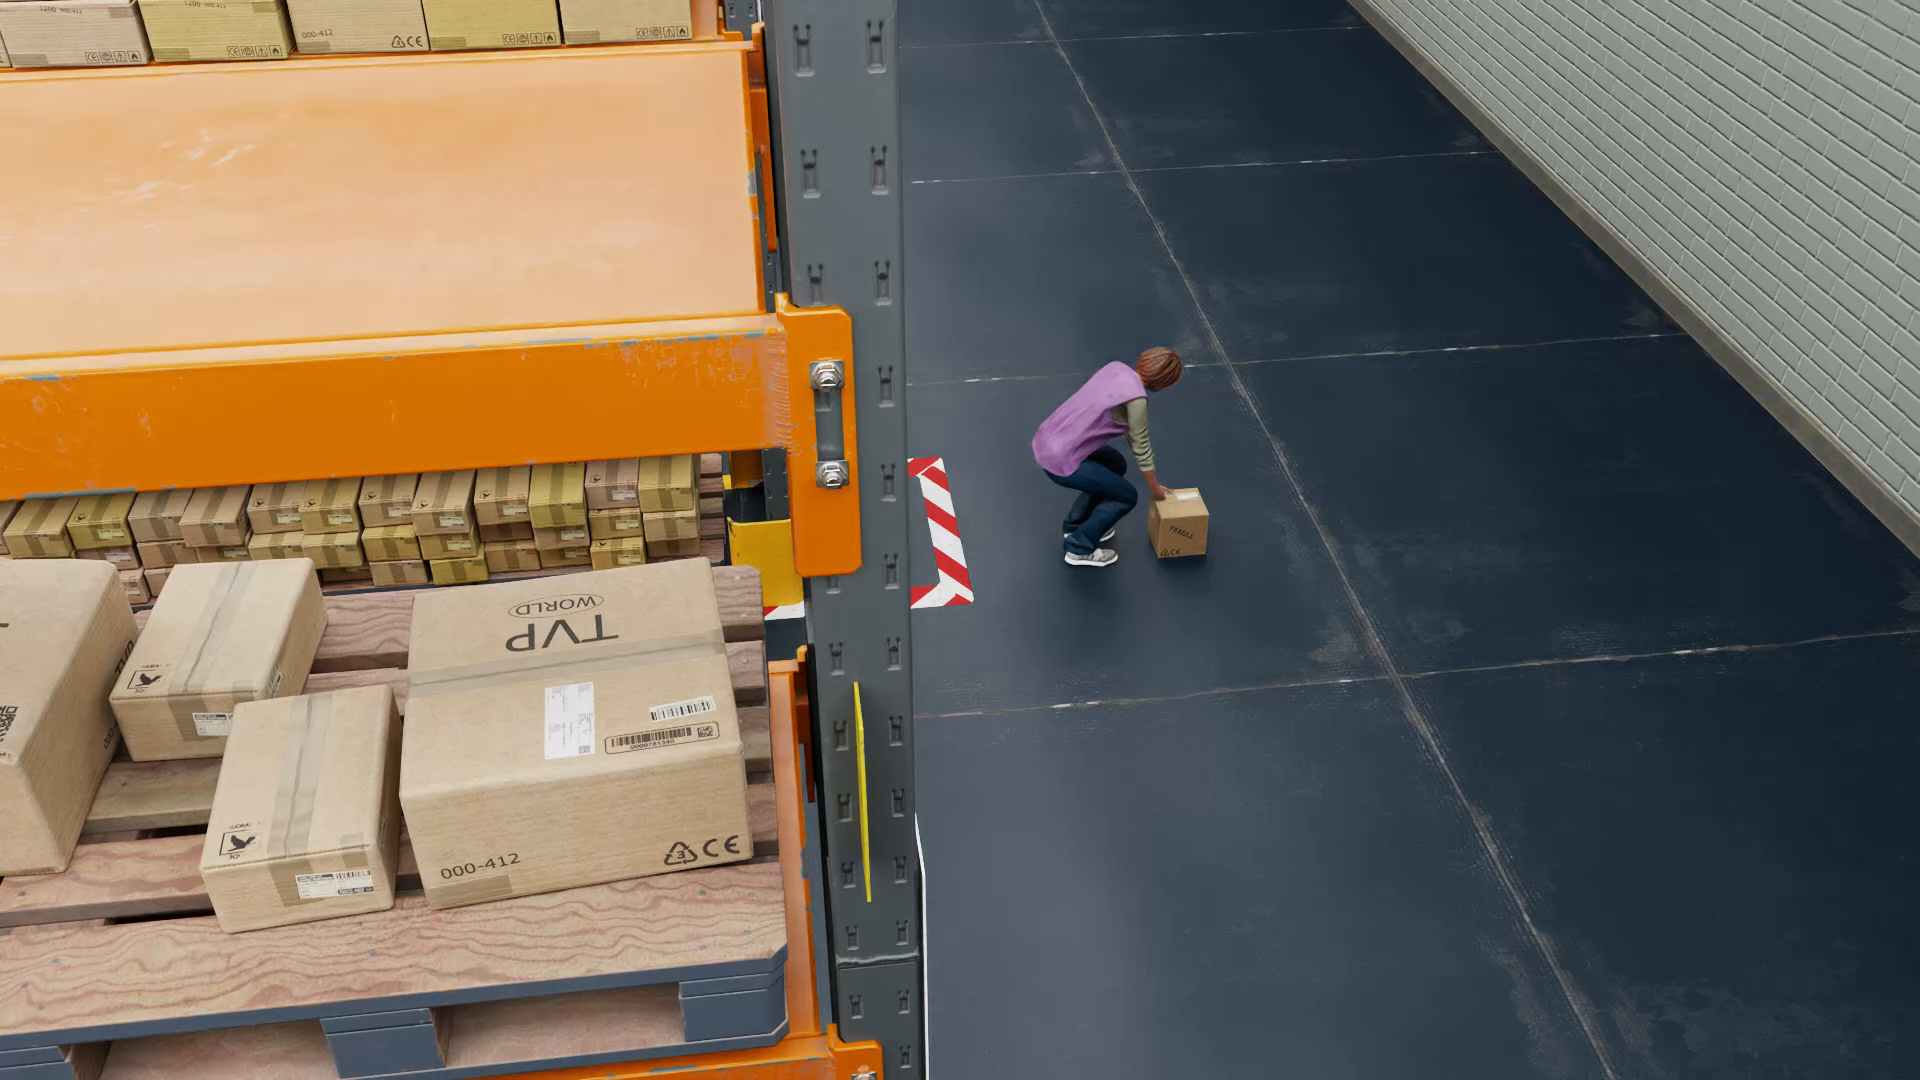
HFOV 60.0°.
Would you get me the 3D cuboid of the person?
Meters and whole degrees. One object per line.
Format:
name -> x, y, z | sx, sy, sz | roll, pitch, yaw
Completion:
person -> 0.715, -0.433, 8.300 | 0.736, 1.129, 0.462 | -4, 36, -6
